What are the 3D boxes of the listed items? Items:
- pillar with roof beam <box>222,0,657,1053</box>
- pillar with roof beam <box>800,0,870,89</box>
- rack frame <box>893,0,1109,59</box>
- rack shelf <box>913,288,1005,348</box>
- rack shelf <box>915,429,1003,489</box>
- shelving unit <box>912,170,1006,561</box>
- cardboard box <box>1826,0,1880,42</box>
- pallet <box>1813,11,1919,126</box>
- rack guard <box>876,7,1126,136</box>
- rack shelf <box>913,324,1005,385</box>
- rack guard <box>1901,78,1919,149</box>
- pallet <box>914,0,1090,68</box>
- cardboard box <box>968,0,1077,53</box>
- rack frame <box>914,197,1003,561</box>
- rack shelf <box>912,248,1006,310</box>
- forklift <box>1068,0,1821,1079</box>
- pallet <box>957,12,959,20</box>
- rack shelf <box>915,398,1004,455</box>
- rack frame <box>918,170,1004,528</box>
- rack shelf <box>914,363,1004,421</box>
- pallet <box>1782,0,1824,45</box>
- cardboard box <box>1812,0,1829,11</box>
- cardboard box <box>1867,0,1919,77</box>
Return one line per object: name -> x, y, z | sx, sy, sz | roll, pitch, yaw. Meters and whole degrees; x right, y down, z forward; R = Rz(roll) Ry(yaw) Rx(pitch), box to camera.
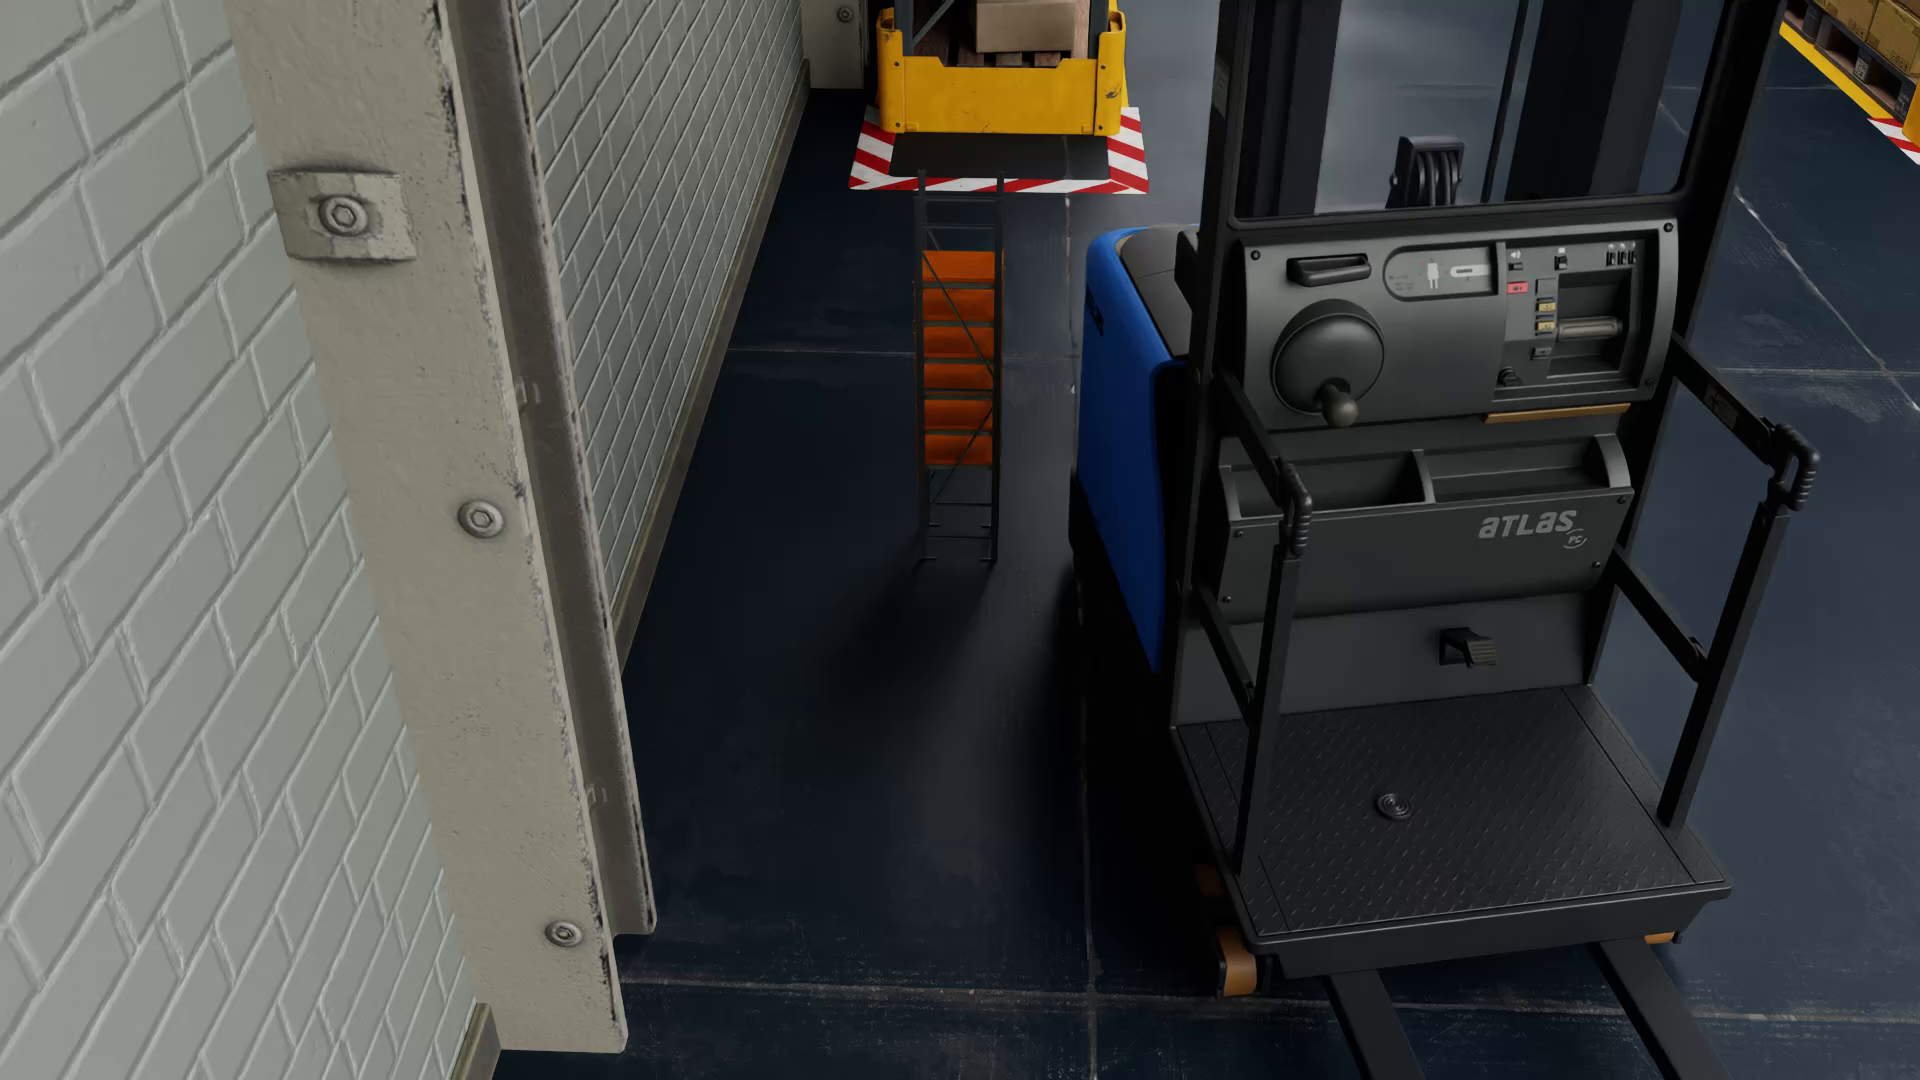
pillar with roof beam -> 3.417, -2.575, 1.087 | 9.100, 9.000, 0.400 | 1, 35, 2
pillar with roof beam -> 3.658, -6.022, 5.992 | 9.100, 9.000, 0.400 | 1, 35, 2
rack frame -> 0.192, -3.245, 7.258 | 1.000, 3.000, 0.127 | 1, 35, 2
rack shelf -> -0.001, -0.643, 4.781 | 0.258, 0.103, 0.180 | 1, 35, 2
rack shelf -> -0.001, -0.250, 5.057 | 0.258, 0.103, 0.180 | 1, 35, 2
shelving unit -> -0.001, -0.483, 4.893 | 0.258, 1.200, 0.189 | 1, 35, 2
cardboard box -> 4.877, -2.782, 8.625 | 0.500, 0.250, 0.500 | 1, 35, 2
pallet -> 5.131, -2.432, 8.527 | 1.003, 0.211, 1.213 | 1, 35, 2
rack guard -> 0.195, -2.266, 8.039 | 1.175, 0.500, 0.348 | 1, 35, 2
rack shelf -> -0.001, -0.544, 4.850 | 0.258, 0.103, 0.180 | 1, 35, 2
rack guard -> 5.141, -2.096, 7.797 | 1.175, 0.500, 0.348 | 1, 35, 2
pallet -> 0.263, -2.613, 8.785 | 1.003, 0.211, 1.213 | 1, 35, 2
cardboard box -> 0.310, -2.720, 8.467 | 0.500, 0.311, 0.500 | -2, 35, -3
rack frame -> -0.004, -0.430, 4.818 | 0.240, 1.200, 0.006 | 1, 35, 2
rack shelf -> -0.001, -0.741, 4.712 | 0.258, 0.103, 0.180 | 1, 35, 2
forklift -> 1.065, -0.387, 3.252 | 1.130, 2.935, 3.031 | -5, 35, -7
pallet -> 0.315, -3.312, 9.780 | 1.003, 0.211, 1.213 | 1, 35, 2
rack shelf -> -0.001, -0.348, 4.988 | 0.258, 0.103, 0.180 | 1, 35, 2
rack frame -> 0.003, -0.535, 4.968 | 0.240, 1.200, 0.006 | 1, 35, 2
rack shelf -> -0.001, -0.446, 4.919 | 0.258, 0.103, 0.180 | 1, 35, 2
pallet -> 5.183, -3.131, 9.521 | 1.003, 0.211, 1.213 | 1, 35, 2
cardboard box -> 4.895, -3.069, 9.034 | 0.500, 0.250, 0.500 | 1, 35, 2
cardboard box -> 4.869, -2.494, 8.216 | 0.500, 0.250, 0.500 | 1, 35, 2
